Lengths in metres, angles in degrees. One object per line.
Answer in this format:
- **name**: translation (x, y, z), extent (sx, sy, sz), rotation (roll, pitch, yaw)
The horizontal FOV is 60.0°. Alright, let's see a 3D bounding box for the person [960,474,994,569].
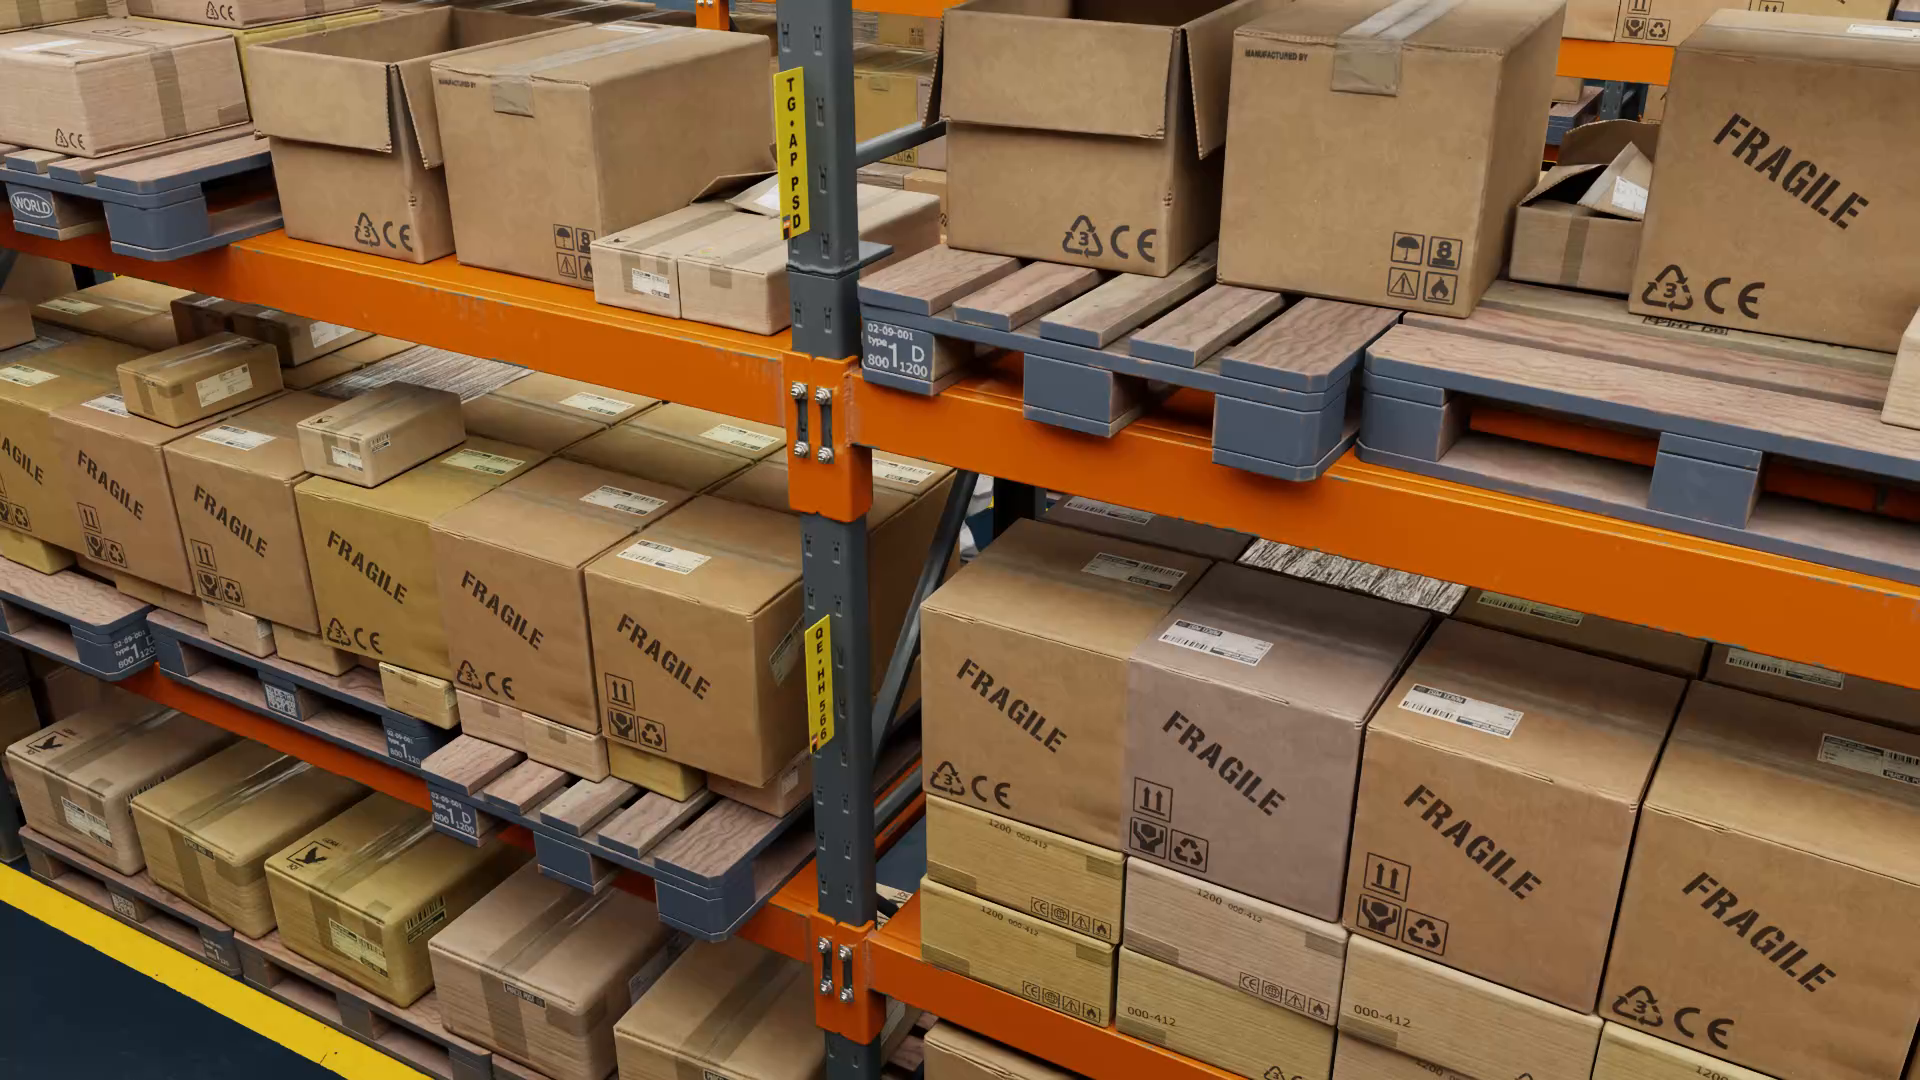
- **person**: translation (-0.133, -0.300, 8.152), extent (0.780, 1.384, 0.584), rotation (14, 30, 26)
